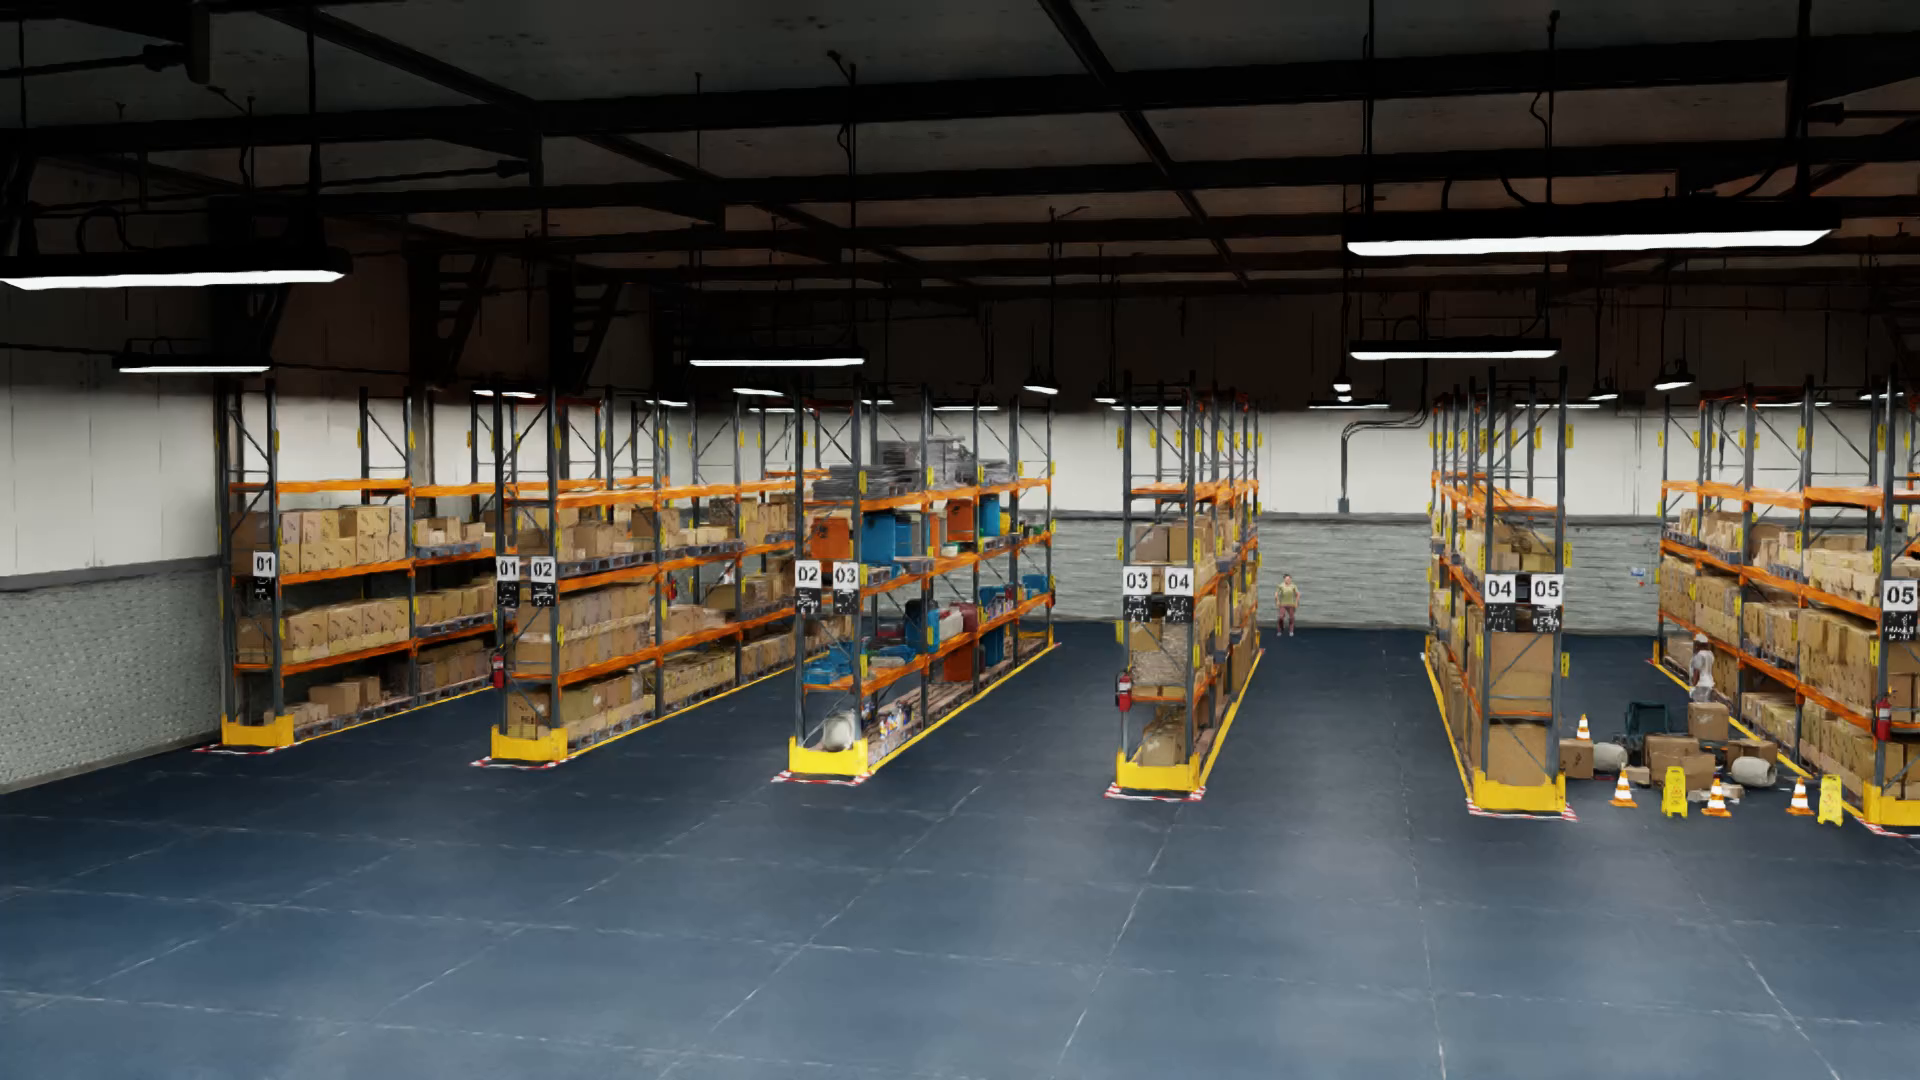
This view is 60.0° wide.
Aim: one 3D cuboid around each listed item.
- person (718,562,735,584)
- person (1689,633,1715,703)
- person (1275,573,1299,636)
[{"bbox_3d":[-6.214,1.471,43.851,0.460,1.780,0.704,3,5,42],"label":"person"},{"bbox_3d":[12.295,2.436,27.673,0.577,1.783,0.662,3,4,37],"label":"person"},{"bbox_3d":[8.367,1.658,42.539,0.598,1.600,0.506,1,3,11],"label":"person"}]
